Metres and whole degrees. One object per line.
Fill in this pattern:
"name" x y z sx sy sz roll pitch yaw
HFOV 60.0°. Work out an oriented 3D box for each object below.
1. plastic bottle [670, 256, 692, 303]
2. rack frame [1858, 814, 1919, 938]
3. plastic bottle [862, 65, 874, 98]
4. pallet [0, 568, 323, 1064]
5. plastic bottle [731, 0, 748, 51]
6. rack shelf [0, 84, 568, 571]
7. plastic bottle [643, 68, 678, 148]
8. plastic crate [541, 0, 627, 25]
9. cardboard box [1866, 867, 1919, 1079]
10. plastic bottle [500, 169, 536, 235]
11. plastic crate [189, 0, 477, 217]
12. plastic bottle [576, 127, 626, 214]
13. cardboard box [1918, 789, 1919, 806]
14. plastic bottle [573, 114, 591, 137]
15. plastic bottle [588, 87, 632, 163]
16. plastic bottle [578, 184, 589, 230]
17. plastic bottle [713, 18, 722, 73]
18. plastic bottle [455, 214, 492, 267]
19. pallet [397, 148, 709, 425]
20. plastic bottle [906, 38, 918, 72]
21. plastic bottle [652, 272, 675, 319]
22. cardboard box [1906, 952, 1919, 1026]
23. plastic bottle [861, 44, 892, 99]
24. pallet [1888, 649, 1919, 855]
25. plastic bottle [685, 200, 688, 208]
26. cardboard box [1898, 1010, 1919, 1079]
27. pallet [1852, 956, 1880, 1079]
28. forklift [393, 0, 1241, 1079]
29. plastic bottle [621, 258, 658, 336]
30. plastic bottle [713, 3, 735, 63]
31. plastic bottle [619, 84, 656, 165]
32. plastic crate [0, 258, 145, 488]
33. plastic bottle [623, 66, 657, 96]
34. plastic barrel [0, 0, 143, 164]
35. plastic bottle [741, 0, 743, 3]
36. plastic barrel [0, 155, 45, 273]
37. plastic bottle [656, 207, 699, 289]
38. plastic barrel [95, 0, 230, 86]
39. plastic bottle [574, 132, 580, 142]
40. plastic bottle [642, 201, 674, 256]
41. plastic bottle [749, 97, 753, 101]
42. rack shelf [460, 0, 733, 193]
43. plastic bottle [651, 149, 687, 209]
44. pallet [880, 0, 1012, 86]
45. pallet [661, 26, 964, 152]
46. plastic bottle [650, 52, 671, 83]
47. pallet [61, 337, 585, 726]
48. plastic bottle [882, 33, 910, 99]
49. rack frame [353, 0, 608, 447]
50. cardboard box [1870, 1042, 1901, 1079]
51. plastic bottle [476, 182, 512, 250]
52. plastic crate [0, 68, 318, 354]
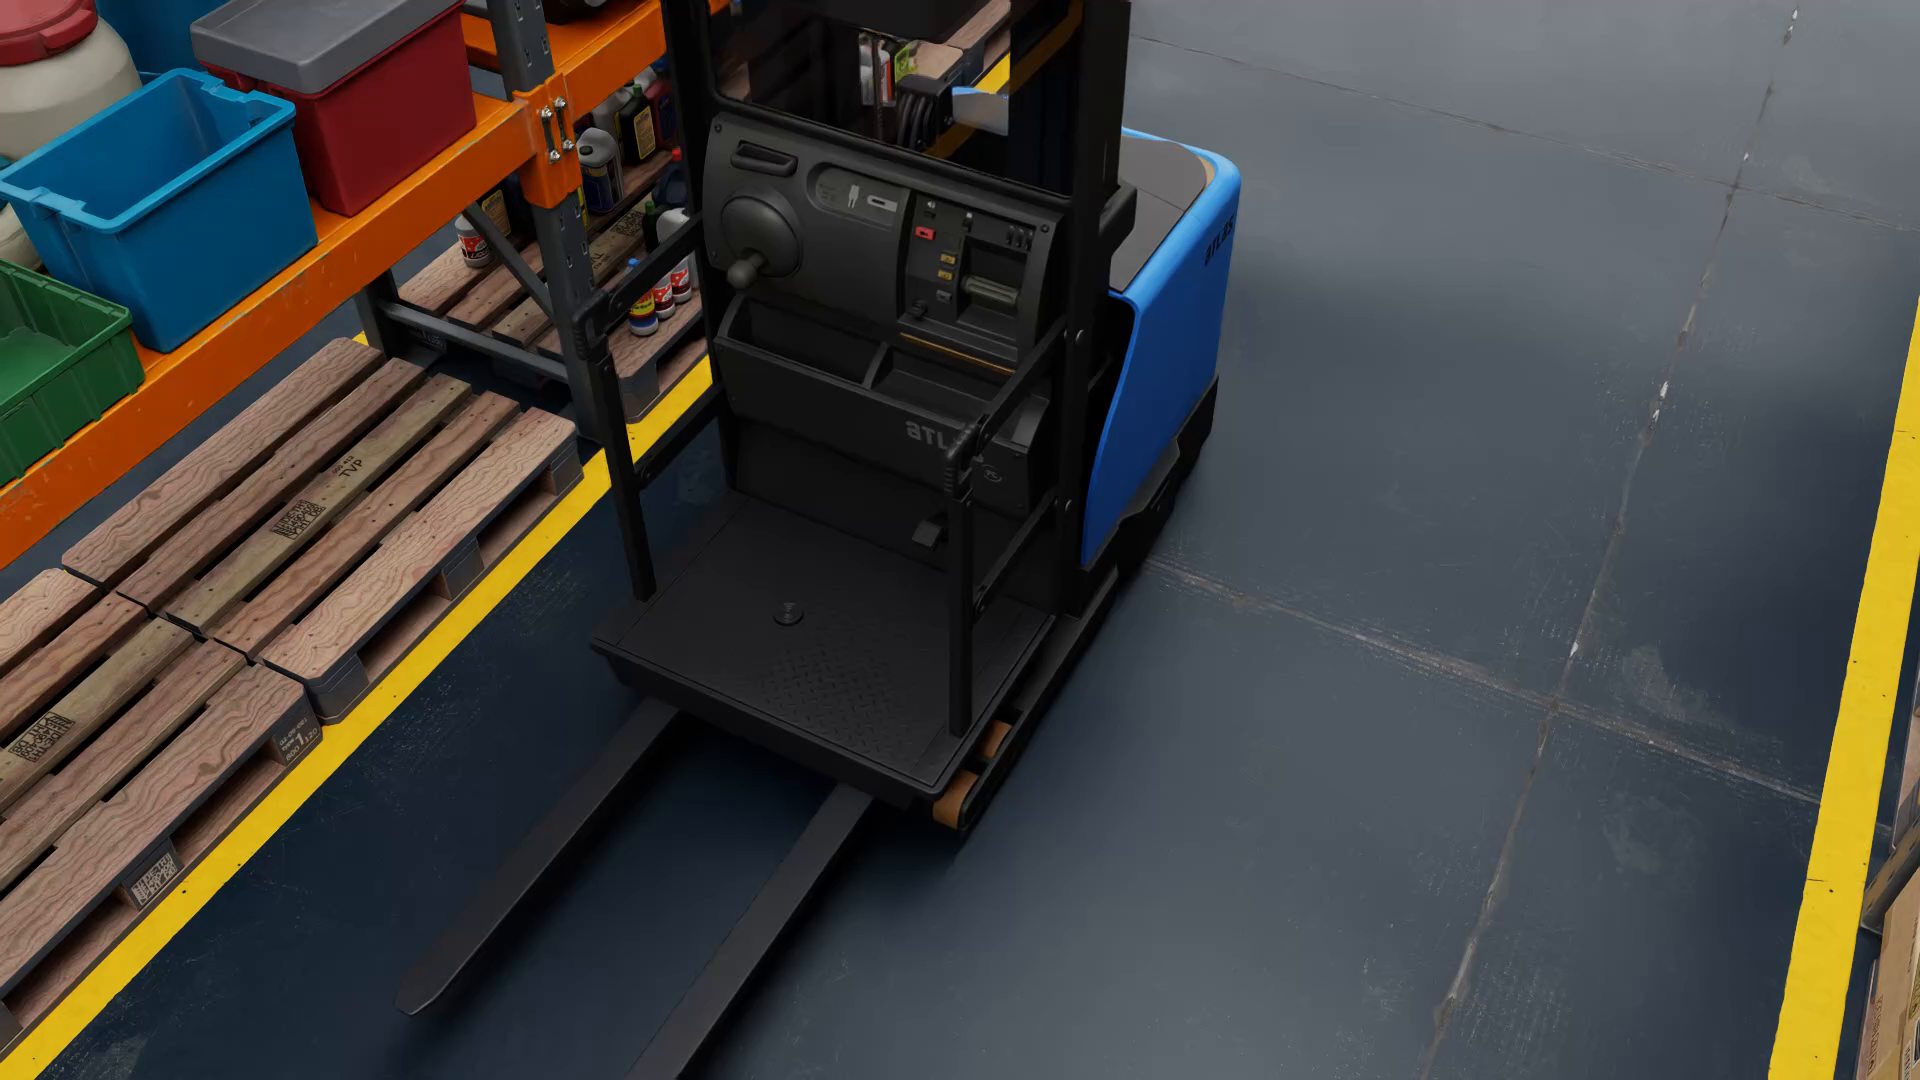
"plastic bottle" -0.980 -0.924 5.713 0.097 0.201 0.097 0 45 0
"rack frame" 2.775 0.069 3.073 1.000 3.000 0.127 20 49 19
"plastic bottle" -0.424 -1.747 6.474 0.152 0.276 0.135 19 48 18
"pallet" -2.506 0.690 4.420 1.003 0.211 1.213 20 49 19
"plastic bottle" -0.920 -2.156 6.930 0.097 0.201 0.097 0 45 0
"rack shelf" -2.539 -0.056 3.703 1.077 0.370 4.000 20 49 19
"plastic bottle" -1.155 -1.660 6.383 0.061 0.283 0.133 20 49 19
"plastic crate" -1.255 -1.835 4.998 0.767 0.338 0.504 20 49 19
"cardboard box" 2.368 1.060 3.732 0.500 0.250 0.500 19 48 18
"plastic bottle" -1.567 -1.294 5.973 0.144 0.351 0.185 19 48 18
"plastic crate" -1.565 -1.186 4.268 0.402 0.464 0.583 20 49 19
"plastic bottle" -1.335 -1.355 6.086 0.152 0.276 0.135 20 49 19
"cardboard box" 2.797 0.523 4.262 0.500 0.250 0.500 20 49 19
"plastic bottle" -1.439 -1.507 6.231 0.061 0.283 0.133 24 50 22
"plastic bottle" -1.328 -1.618 6.293 0.144 0.351 0.185 20 49 19
"plastic bottle" -1.439 -1.246 5.926 0.144 0.351 0.185 20 49 19
"plastic bottle" -1.031 -2.029 6.756 0.097 0.271 0.097 0 45 0
"plastic bottle" -1.718 -1.072 5.858 0.097 0.201 0.097 0 45 0
"pallet" -1.262 -0.998 6.088 1.003 0.211 1.213 20 49 19
"plastic bottle" -0.218 -1.958 6.735 0.097 0.201 0.097 0 45 0
"plastic bottle" -1.027 -0.860 5.649 0.097 0.201 0.097 0 45 0
"cardboard box" 2.362 0.869 3.526 0.500 0.311 0.500 21 49 19
"plastic bottle" -0.359 -1.835 6.560 0.152 0.276 0.135 21 49 19
"pallet" 3.181 0.562 4.546 1.003 0.211 1.213 20 49 19
"plastic bottle" -0.869 -1.164 5.845 0.144 0.351 0.185 22 49 20
"cardboard box" 2.125 1.182 3.216 0.500 0.311 0.500 20 49 19
"pallet" 2.467 1.526 3.594 1.003 0.211 1.213 20 49 19
"forklift" -0.308 -0.625 3.807 1.130 2.935 3.031 21 49 20
"plastic bottle" -1.075 -0.821 5.561 0.097 0.271 0.097 0 45 0
"plastic bottle" -0.993 -2.113 6.830 0.061 0.283 0.133 21 49 20
"plastic bottle" -1.225 -1.577 6.300 0.061 0.283 0.133 20 49 19
"plastic crate" -2.169 -0.304 3.591 0.450 0.188 0.662 20 49 19
"plastic bottle" -1.249 -1.693 6.420 0.152 0.276 0.135 21 49 20
"plastic barrel" -2.249 -1.087 4.119 0.433 0.535 0.433 0 45 0
"plastic bottle" -0.872 -2.245 6.969 0.097 0.271 0.097 0 45 0
"plastic barrel" -2.361 -0.737 3.967 0.301 0.262 0.301 0 45 0
"plastic bottle" -0.949 -1.035 5.770 0.152 0.276 0.135 22 49 20
"plastic barrel" -2.058 -1.602 4.372 0.600 0.901 0.708 20 49 19
"plastic bottle" -1.478 -1.414 6.092 0.144 0.351 0.185 18 48 17
"plastic bottle" -1.043 -1.072 5.801 0.061 0.283 0.133 20 49 19
"plastic bottle" -0.726 -1.558 6.286 0.152 0.276 0.135 20 49 19
"rack shelf" -0.682 -2.576 6.193 1.077 0.370 4.000 20 49 19
"plastic bottle" -0.996 -1.212 5.892 0.144 0.351 0.185 20 49 19
"pallet" -0.129 -2.535 7.607 1.003 0.211 1.213 20 49 19
"pallet" -0.697 -1.770 6.851 1.003 0.211 1.213 20 49 19
"plastic bottle" -1.171 -1.839 6.567 0.097 0.271 0.097 0 45 0
"pallet" -1.941 -0.081 5.182 1.003 0.211 1.213 20 49 19
"plastic bottle" -0.256 -1.908 6.627 0.061 0.283 0.133 22 49 20
"rack frame" -1.611 -1.569 4.692 1.000 3.000 0.127 20 49 19
"cardboard box" 2.130 1.381 3.414 0.500 0.250 0.500 22 49 20
"plastic bottle" -1.680 -1.181 5.909 0.061 0.283 0.133 23 50 21
"plastic crate" -1.847 -0.766 3.909 0.392 0.384 0.575 20 49 19
